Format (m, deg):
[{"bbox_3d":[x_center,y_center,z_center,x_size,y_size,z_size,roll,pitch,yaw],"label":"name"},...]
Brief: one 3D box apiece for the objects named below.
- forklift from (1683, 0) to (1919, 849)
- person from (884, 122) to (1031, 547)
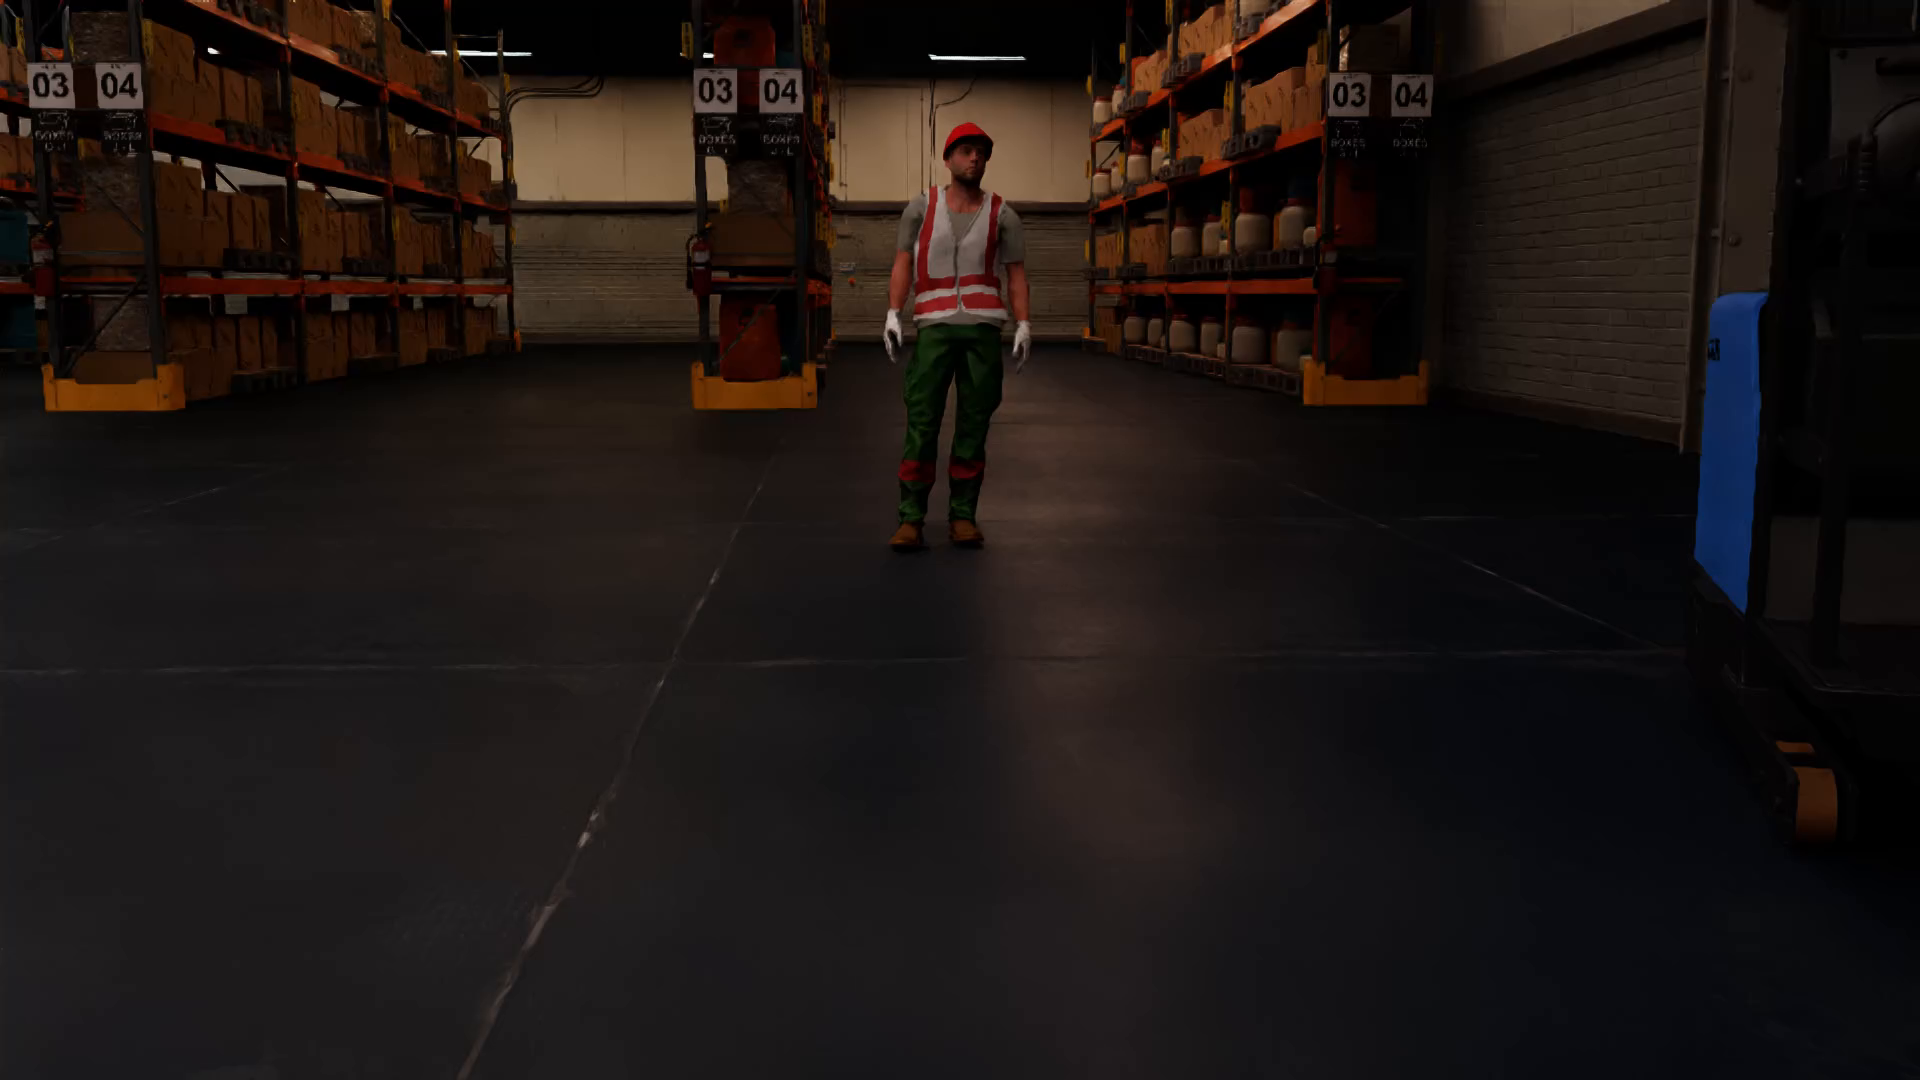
[{"bbox_3d":[2.220,-0.868,3.176,1.130,2.935,3.031,2,9,16],"label":"forklift"},{"bbox_3d":[-0.006,-0.880,7.097,0.637,1.787,0.563,-1,8,-4],"label":"person"}]
